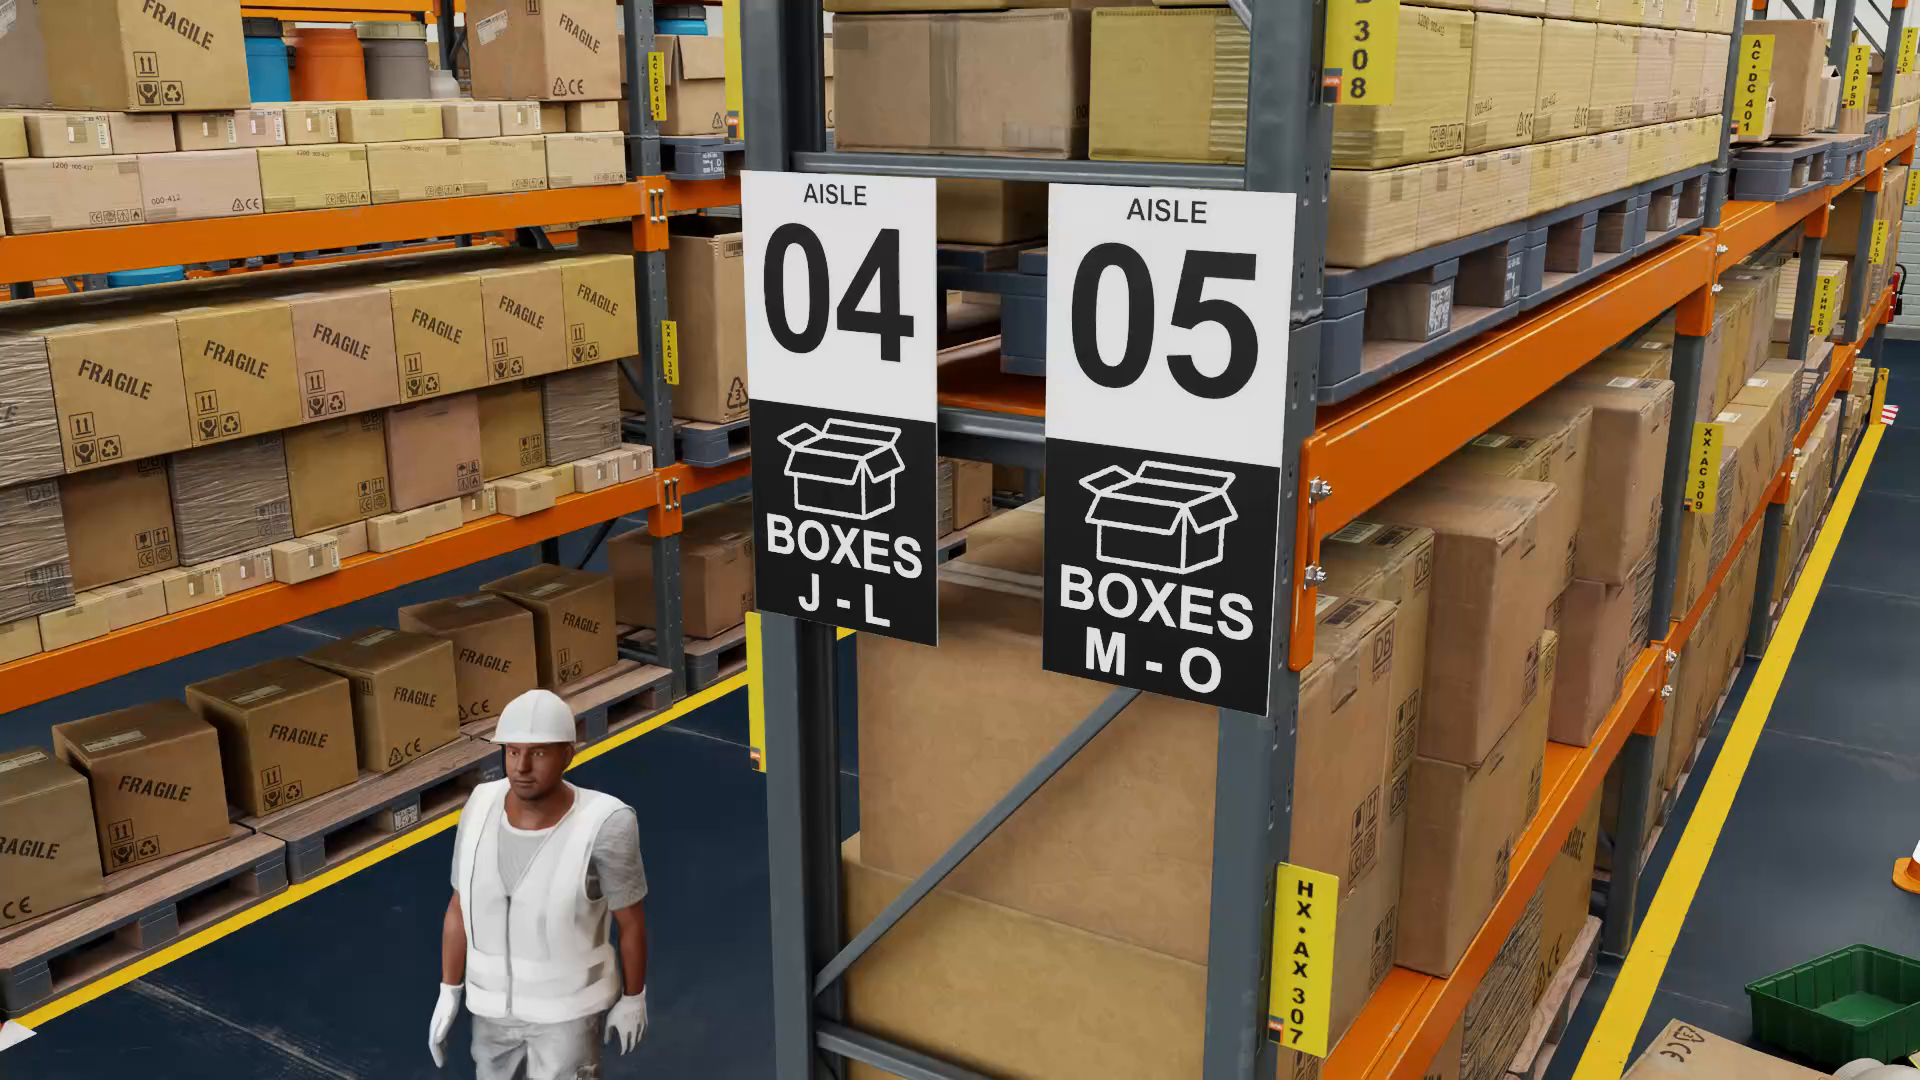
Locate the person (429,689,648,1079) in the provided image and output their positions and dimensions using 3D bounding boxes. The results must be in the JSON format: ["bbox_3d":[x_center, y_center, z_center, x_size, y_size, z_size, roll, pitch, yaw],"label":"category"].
[{"bbox_3d":[-1.145,1.258,4.594,0.548,1.757,0.924,5,17,17],"label":"person"}]
